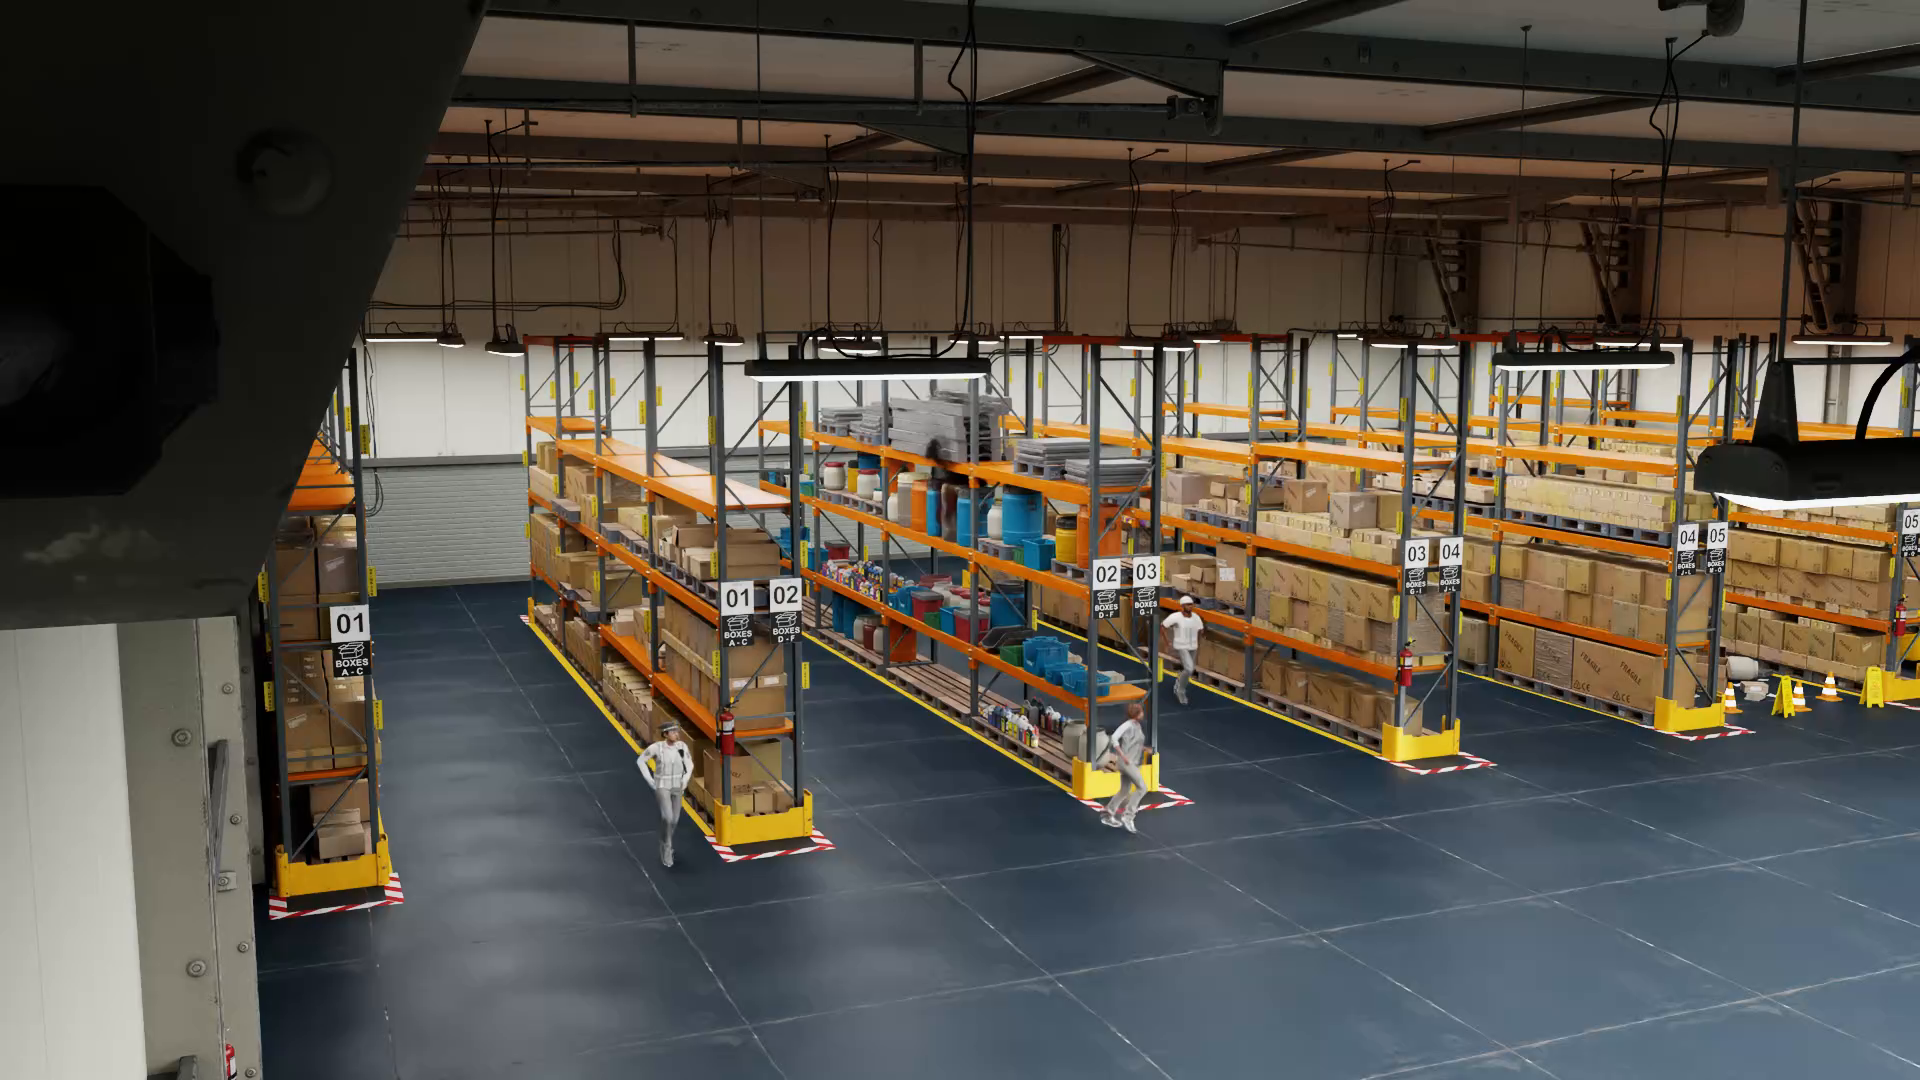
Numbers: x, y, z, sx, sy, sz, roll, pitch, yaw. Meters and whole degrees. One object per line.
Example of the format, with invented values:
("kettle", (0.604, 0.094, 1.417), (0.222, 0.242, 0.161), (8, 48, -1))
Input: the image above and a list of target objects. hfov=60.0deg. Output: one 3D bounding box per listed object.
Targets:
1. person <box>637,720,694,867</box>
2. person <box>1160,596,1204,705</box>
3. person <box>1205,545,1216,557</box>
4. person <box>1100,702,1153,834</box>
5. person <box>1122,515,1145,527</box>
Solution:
("person", (-3.403, 2.930, 19.469), (0.625, 1.700, 0.642), (-5, 9, -32))
("person", (3.735, 1.817, 27.463), (0.671, 1.801, 0.728), (-4, 9, -30))
("person", (6.492, -0.081, 42.429), (0.527, 1.555, 0.516), (-4, 8, -25))
("person", (2.090, 2.828, 20.775), (0.631, 1.571, 0.619), (2, 8, 14))
("person", (4.119, -0.012, 41.217), (0.914, 1.722, 0.761), (-5, 9, -31))
